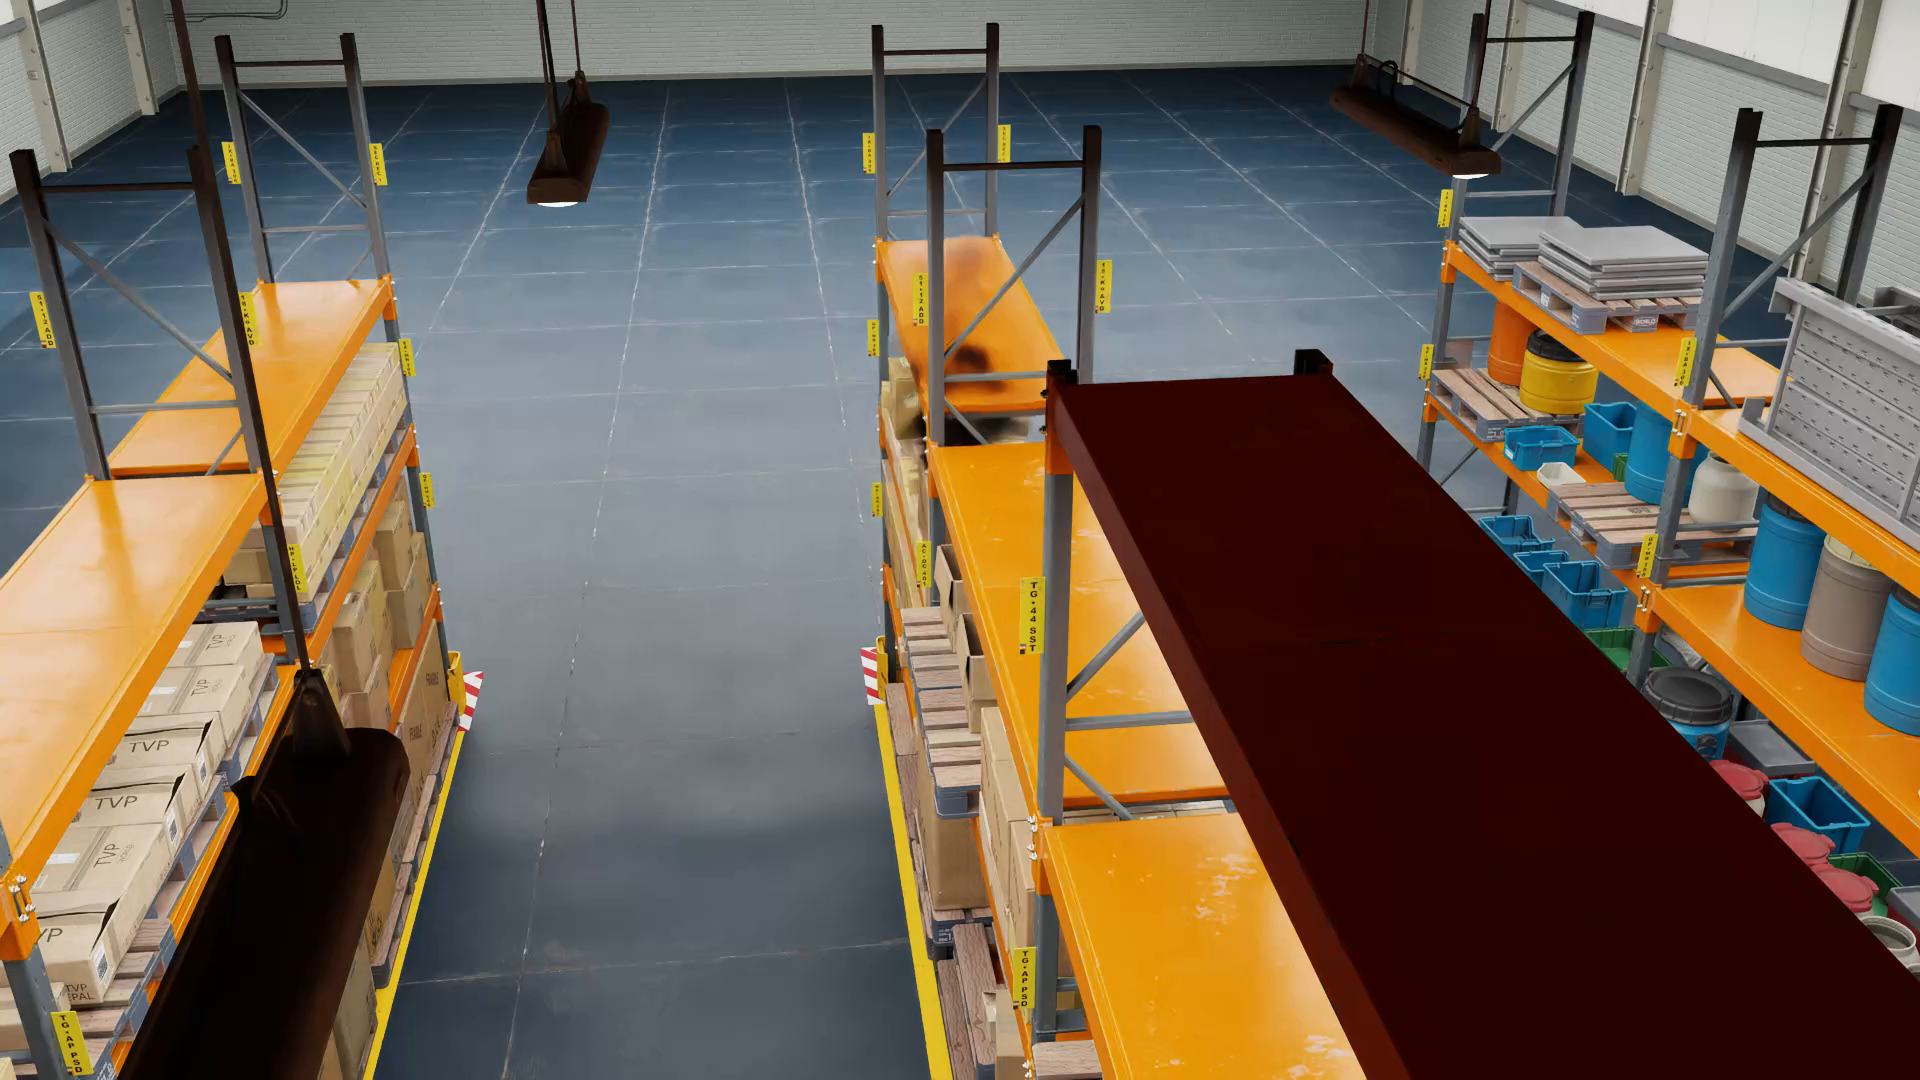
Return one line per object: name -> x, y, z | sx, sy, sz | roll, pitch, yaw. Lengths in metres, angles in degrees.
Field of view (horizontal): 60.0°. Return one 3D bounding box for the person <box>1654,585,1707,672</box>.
person -> 6.558, 0.585, 15.255 | 0.680, 1.737, 0.806 | -10, 27, -19
